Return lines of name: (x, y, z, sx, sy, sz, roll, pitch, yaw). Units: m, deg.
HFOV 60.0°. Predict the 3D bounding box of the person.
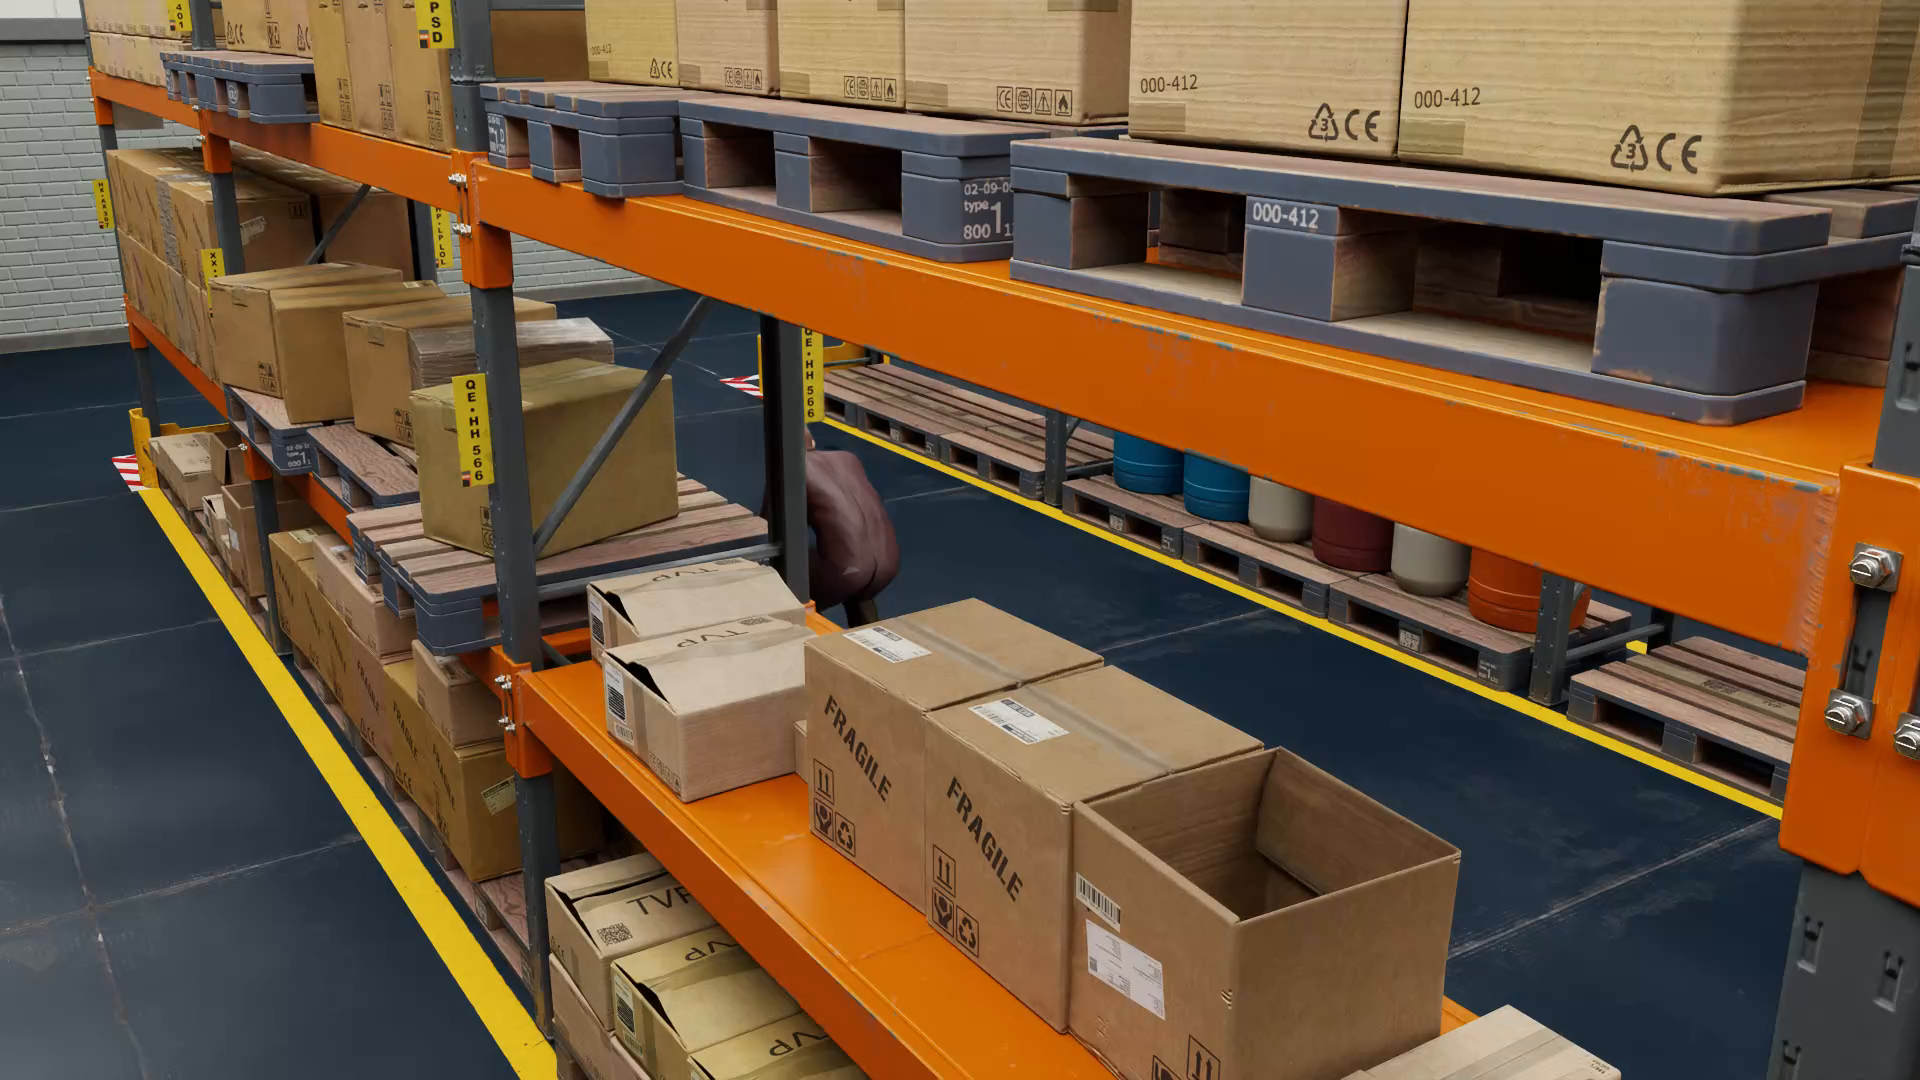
person: (-0.645, 0.080, 8.208, 0.630, 1.242, 0.797, -11, 21, -32)
